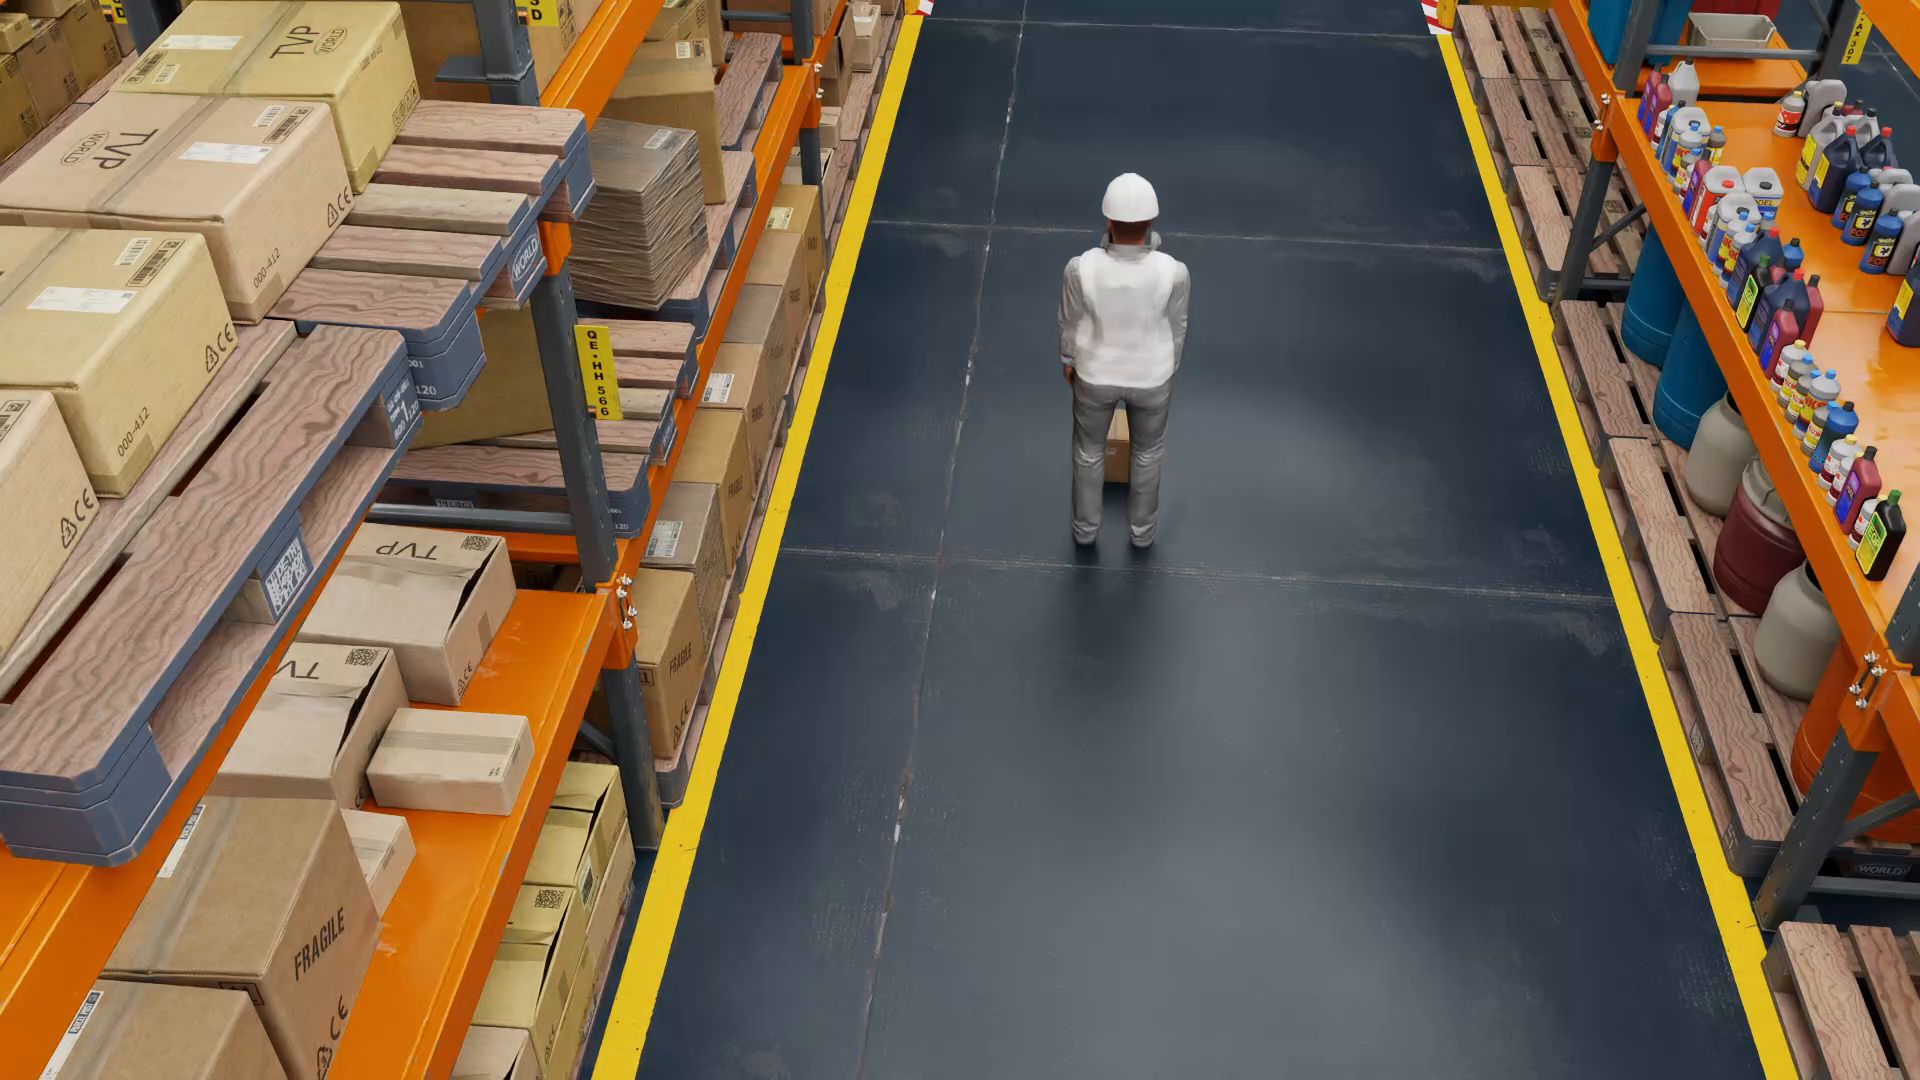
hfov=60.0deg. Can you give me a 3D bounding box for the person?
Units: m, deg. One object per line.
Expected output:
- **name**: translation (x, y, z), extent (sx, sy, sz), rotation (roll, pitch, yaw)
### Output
- **person**: translation (0.668, -0.724, 7.014), extent (0.534, 1.763, 0.357), rotation (4, 40, 5)
